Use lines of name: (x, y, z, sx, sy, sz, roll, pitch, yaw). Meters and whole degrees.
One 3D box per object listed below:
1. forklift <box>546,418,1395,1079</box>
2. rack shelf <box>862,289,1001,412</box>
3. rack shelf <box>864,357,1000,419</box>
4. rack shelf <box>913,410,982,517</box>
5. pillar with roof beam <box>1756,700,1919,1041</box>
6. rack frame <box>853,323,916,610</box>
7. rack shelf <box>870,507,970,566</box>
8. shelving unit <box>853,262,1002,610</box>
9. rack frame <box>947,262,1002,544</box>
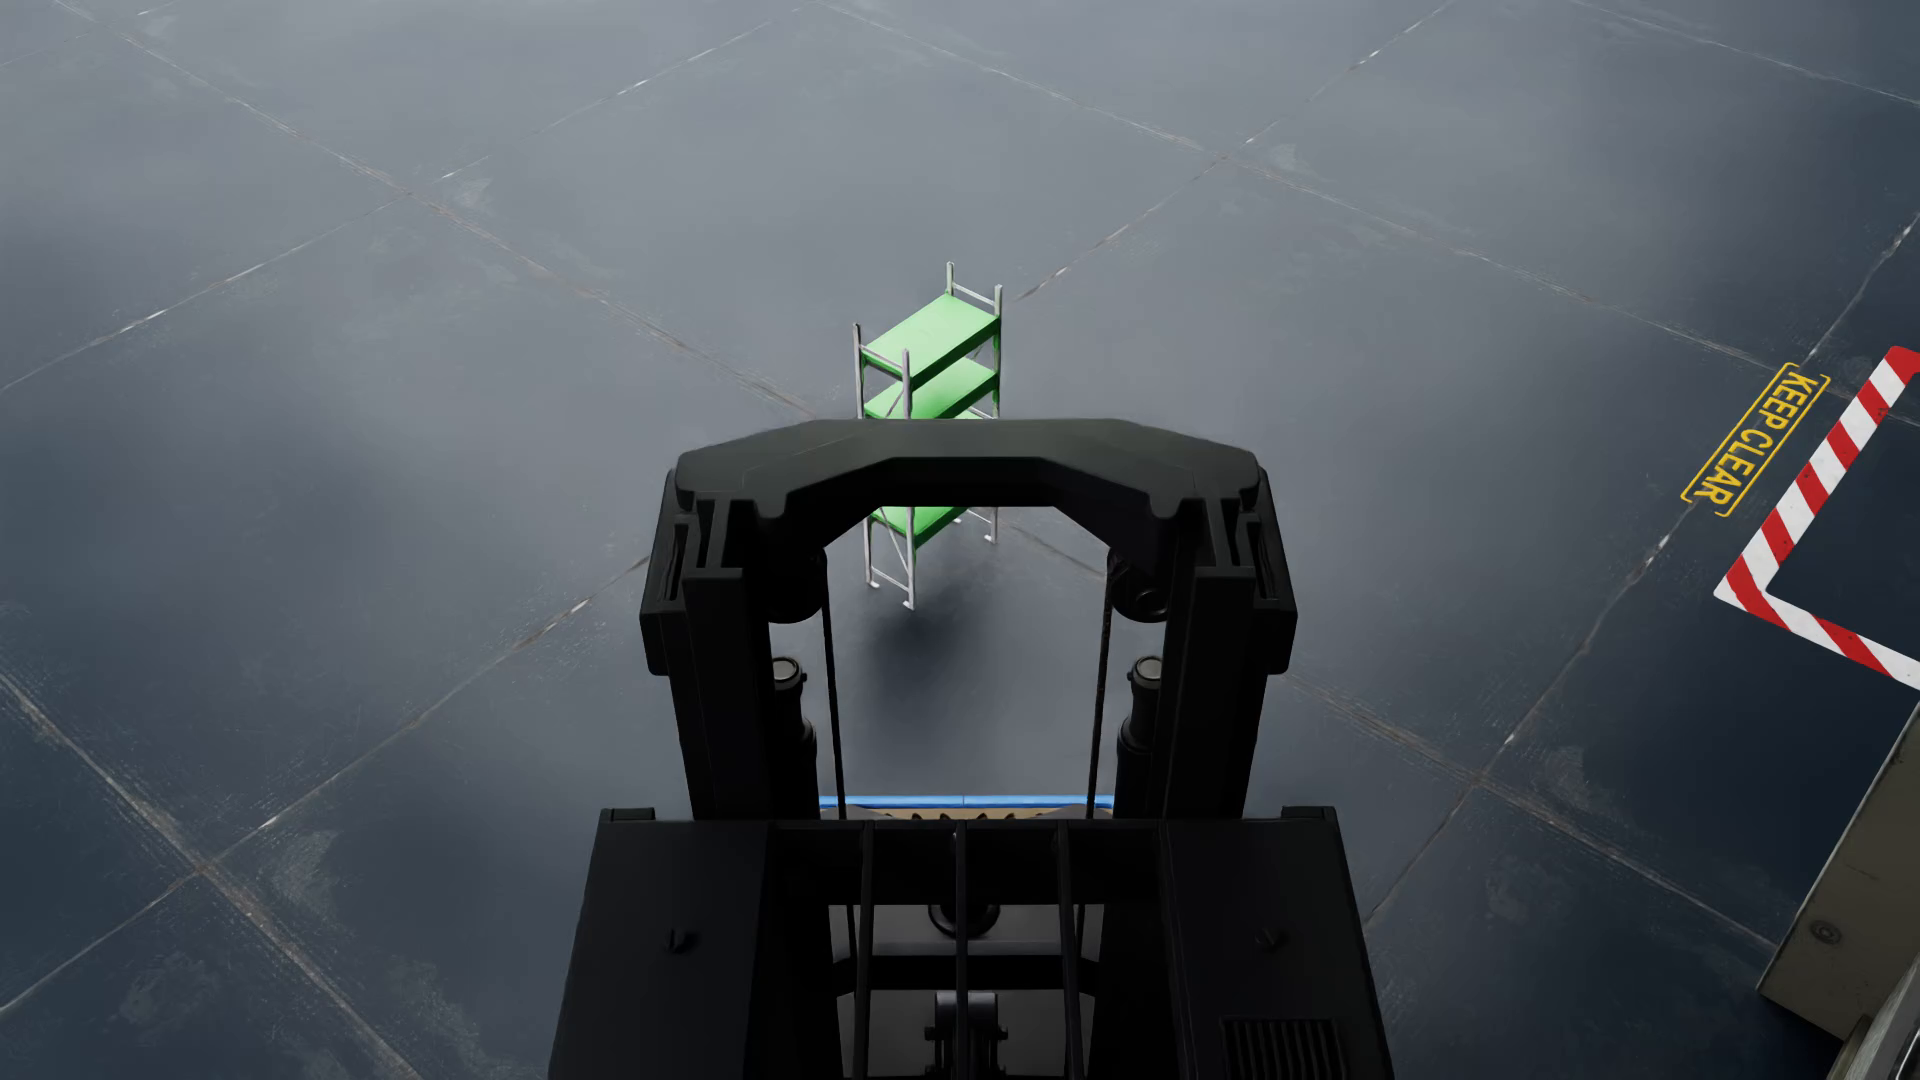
forklift: (0.014, 1.358, 2.908, 1.130, 2.935, 3.031, 0, 42, 0)
rack shelf: (-0.107, -0.667, 5.803, 0.258, 0.148, 0.480, 29, 50, 28)
rack shelf: (-0.107, -0.489, 5.965, 0.258, 0.148, 0.480, 29, 50, 28)
rack shelf: (-0.107, -0.311, 6.126, 0.258, 0.148, 0.480, 29, 50, 28)
pillar with roof beam: (-0.626, -3.857, 4.133, 9.100, 9.000, 0.400, 29, 50, 28)
rack frame: (-0.264, -0.233, 5.945, 0.240, 1.200, 0.015, 29, 50, 28)
rack shelf: (-0.107, -0.134, 6.288, 0.258, 0.148, 0.480, 29, 50, 28)
shelving unit: (-0.107, -0.359, 6.083, 0.258, 1.200, 0.503, 29, 50, 28)
rack frame: (0.050, -0.484, 6.221, 0.240, 1.200, 0.015, 29, 50, 28)
